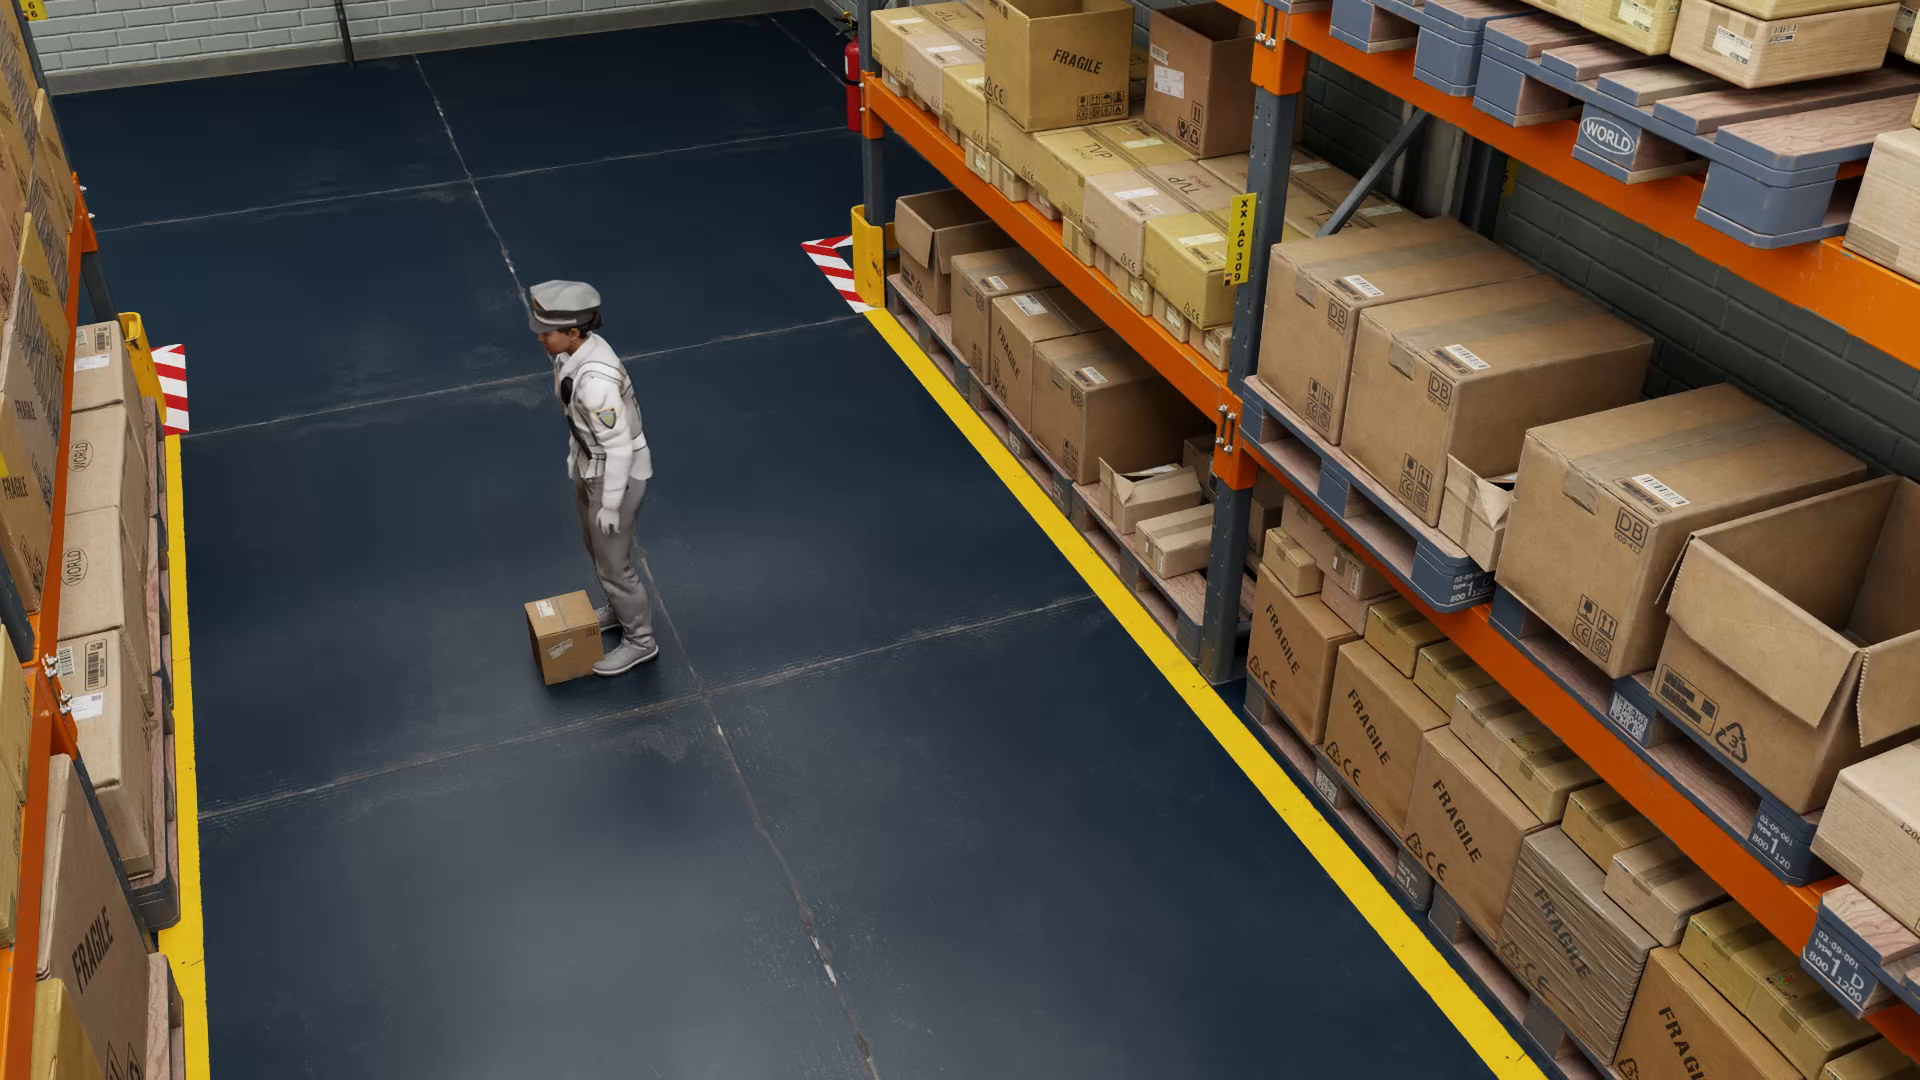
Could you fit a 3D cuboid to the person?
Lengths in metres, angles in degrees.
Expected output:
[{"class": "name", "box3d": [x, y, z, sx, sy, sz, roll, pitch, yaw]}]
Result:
[{"class": "person", "box3d": [-1.423, -0.259, 6.524, 0.356, 1.665, 0.461, -14, 36, -20]}]
